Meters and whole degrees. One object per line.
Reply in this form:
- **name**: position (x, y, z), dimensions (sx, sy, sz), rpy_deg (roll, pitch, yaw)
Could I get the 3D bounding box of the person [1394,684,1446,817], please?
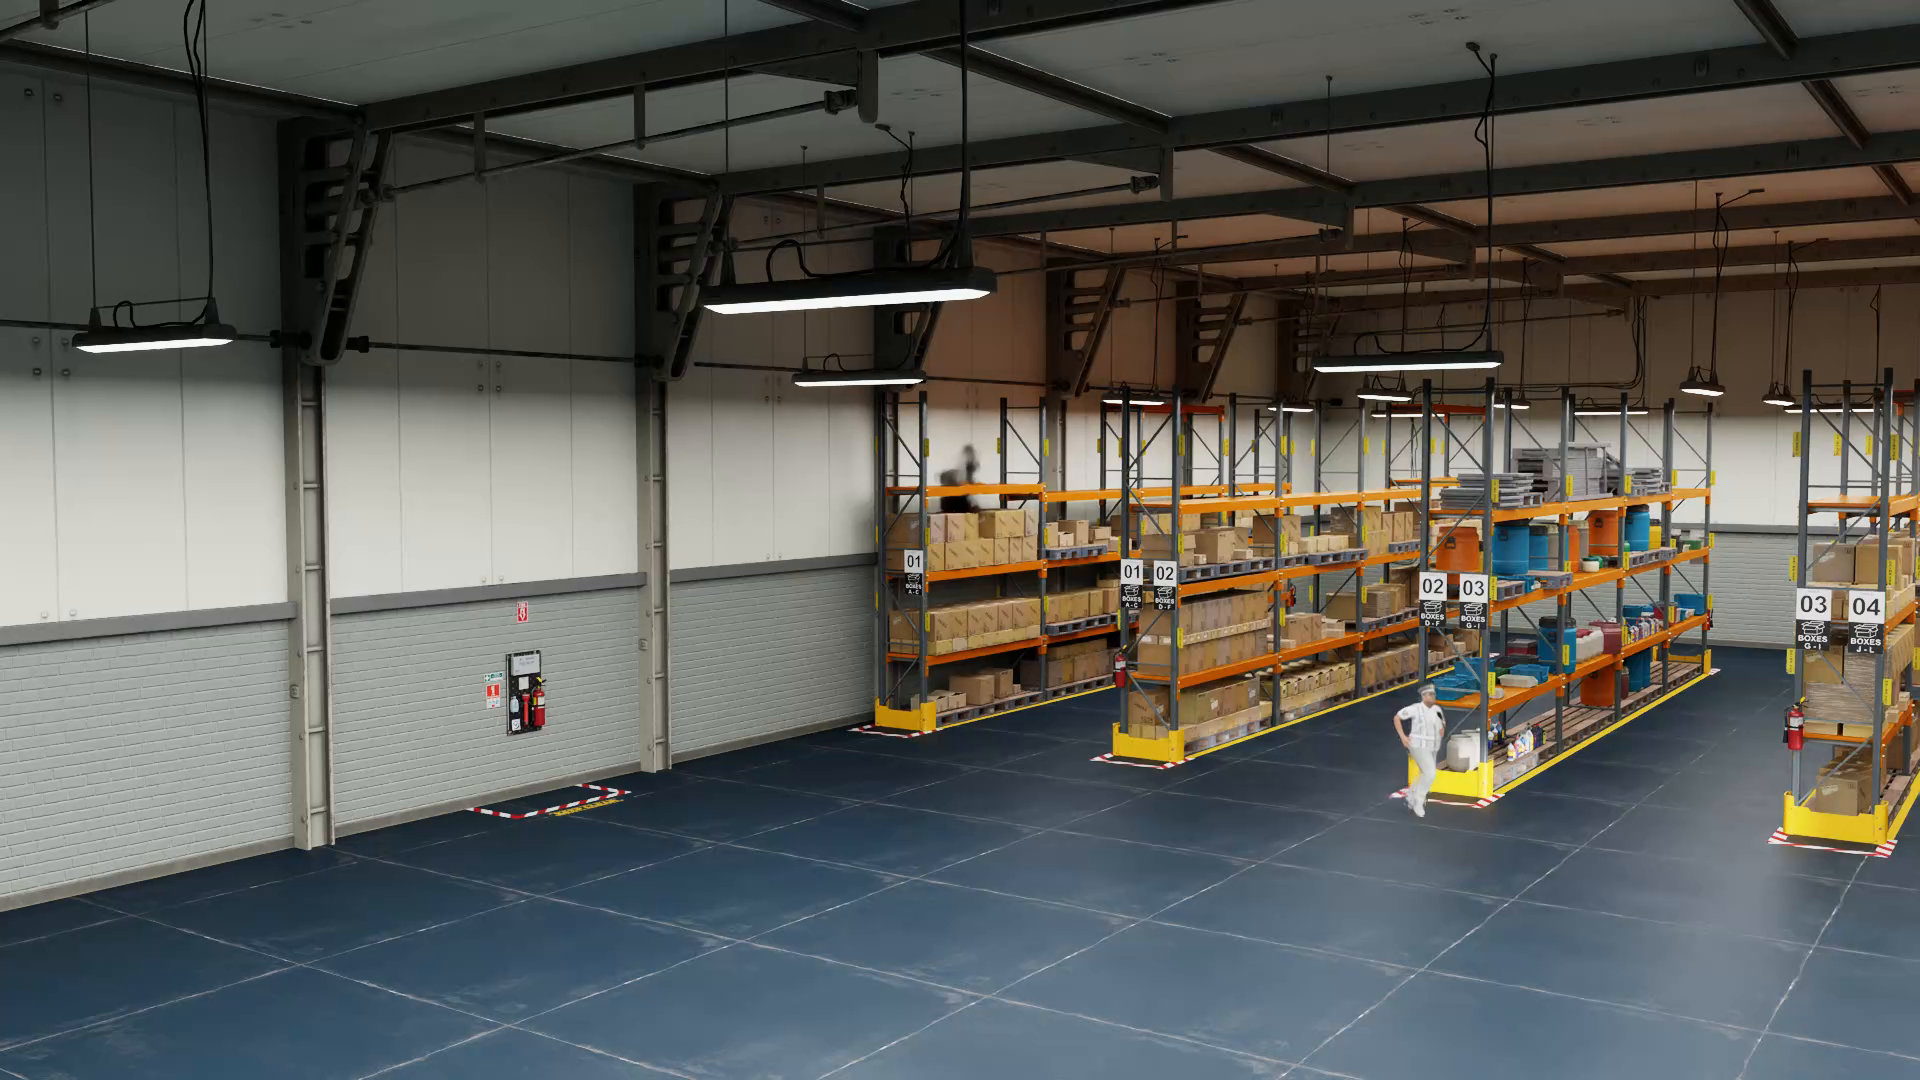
- **person**: position (6.384, 2.867, 22.793), dimensions (0.678, 1.794, 0.627), rpy_deg (-2, 4, -33)
